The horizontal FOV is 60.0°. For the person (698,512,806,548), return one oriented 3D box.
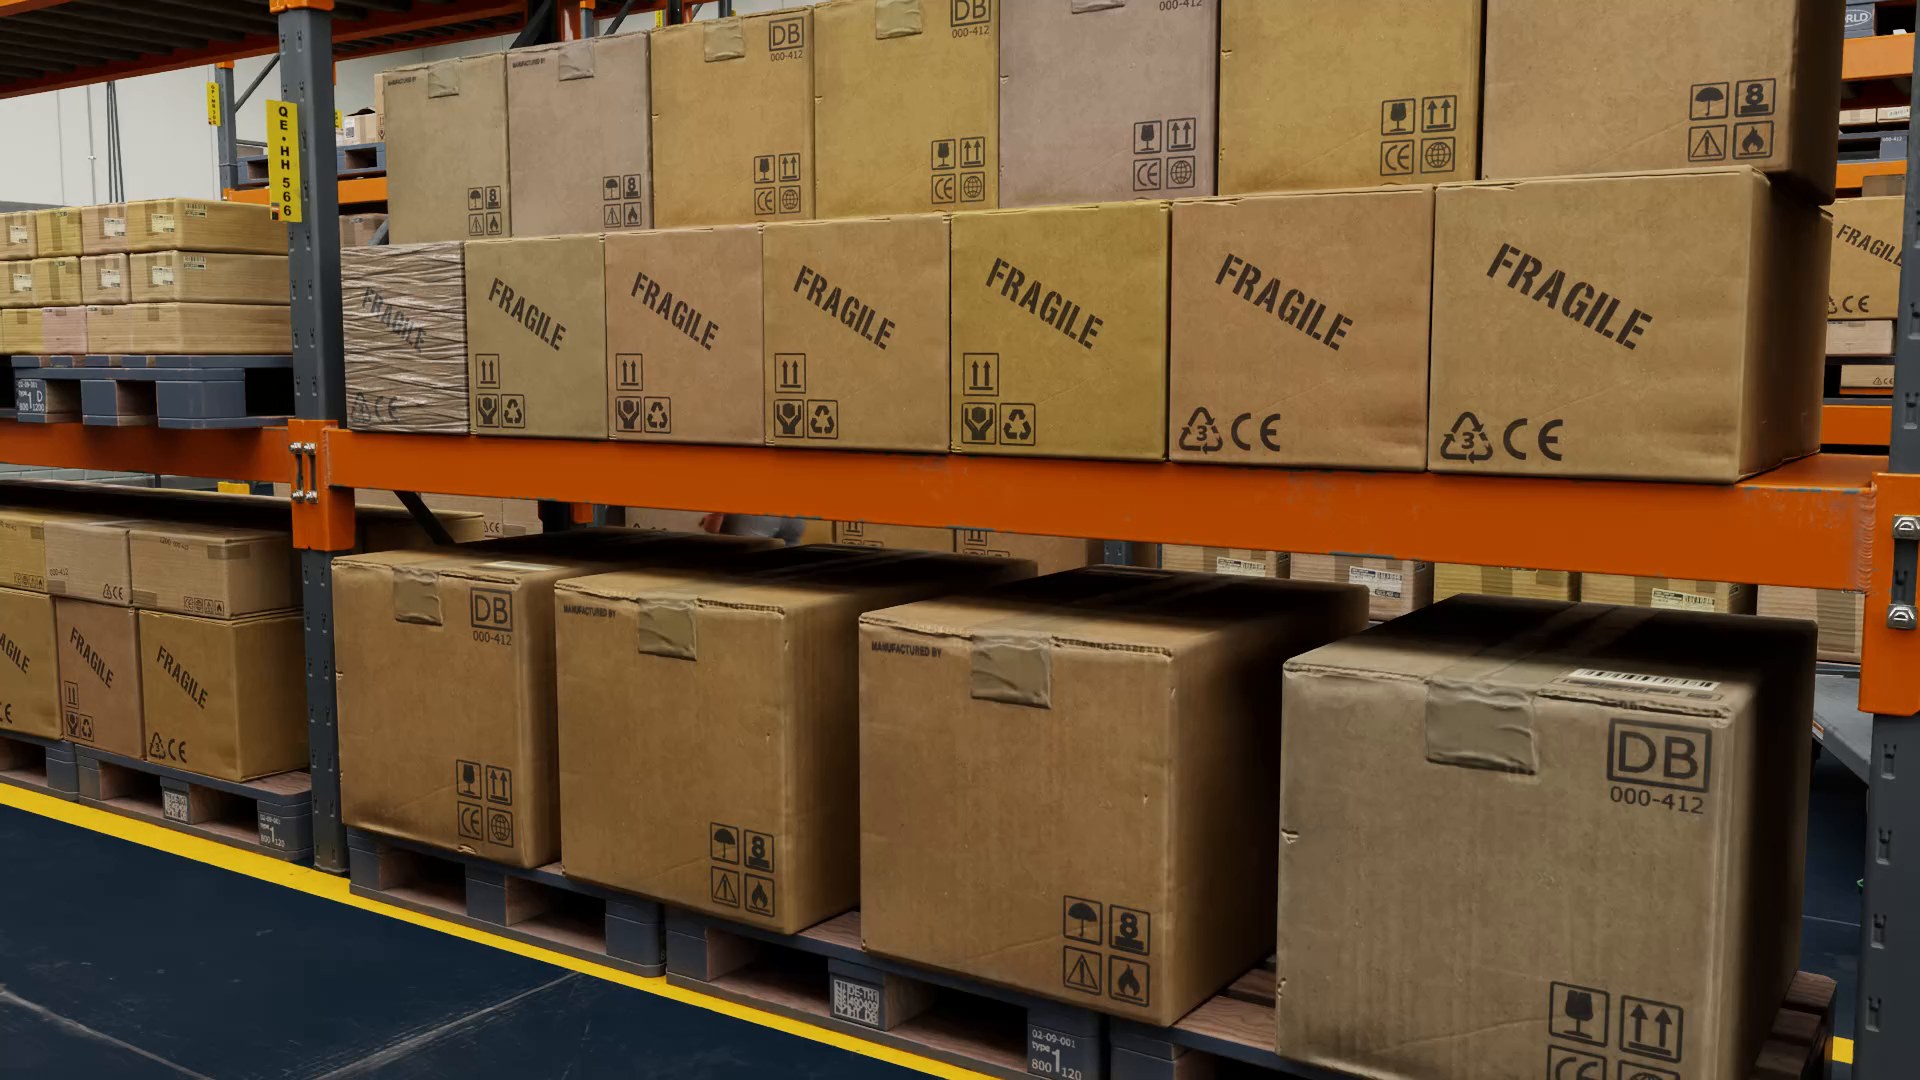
[{"bbox_3d":[-0.843,-0.129,6.879,0.357,1.764,0.534,4,8,35],"label":"person"}]
